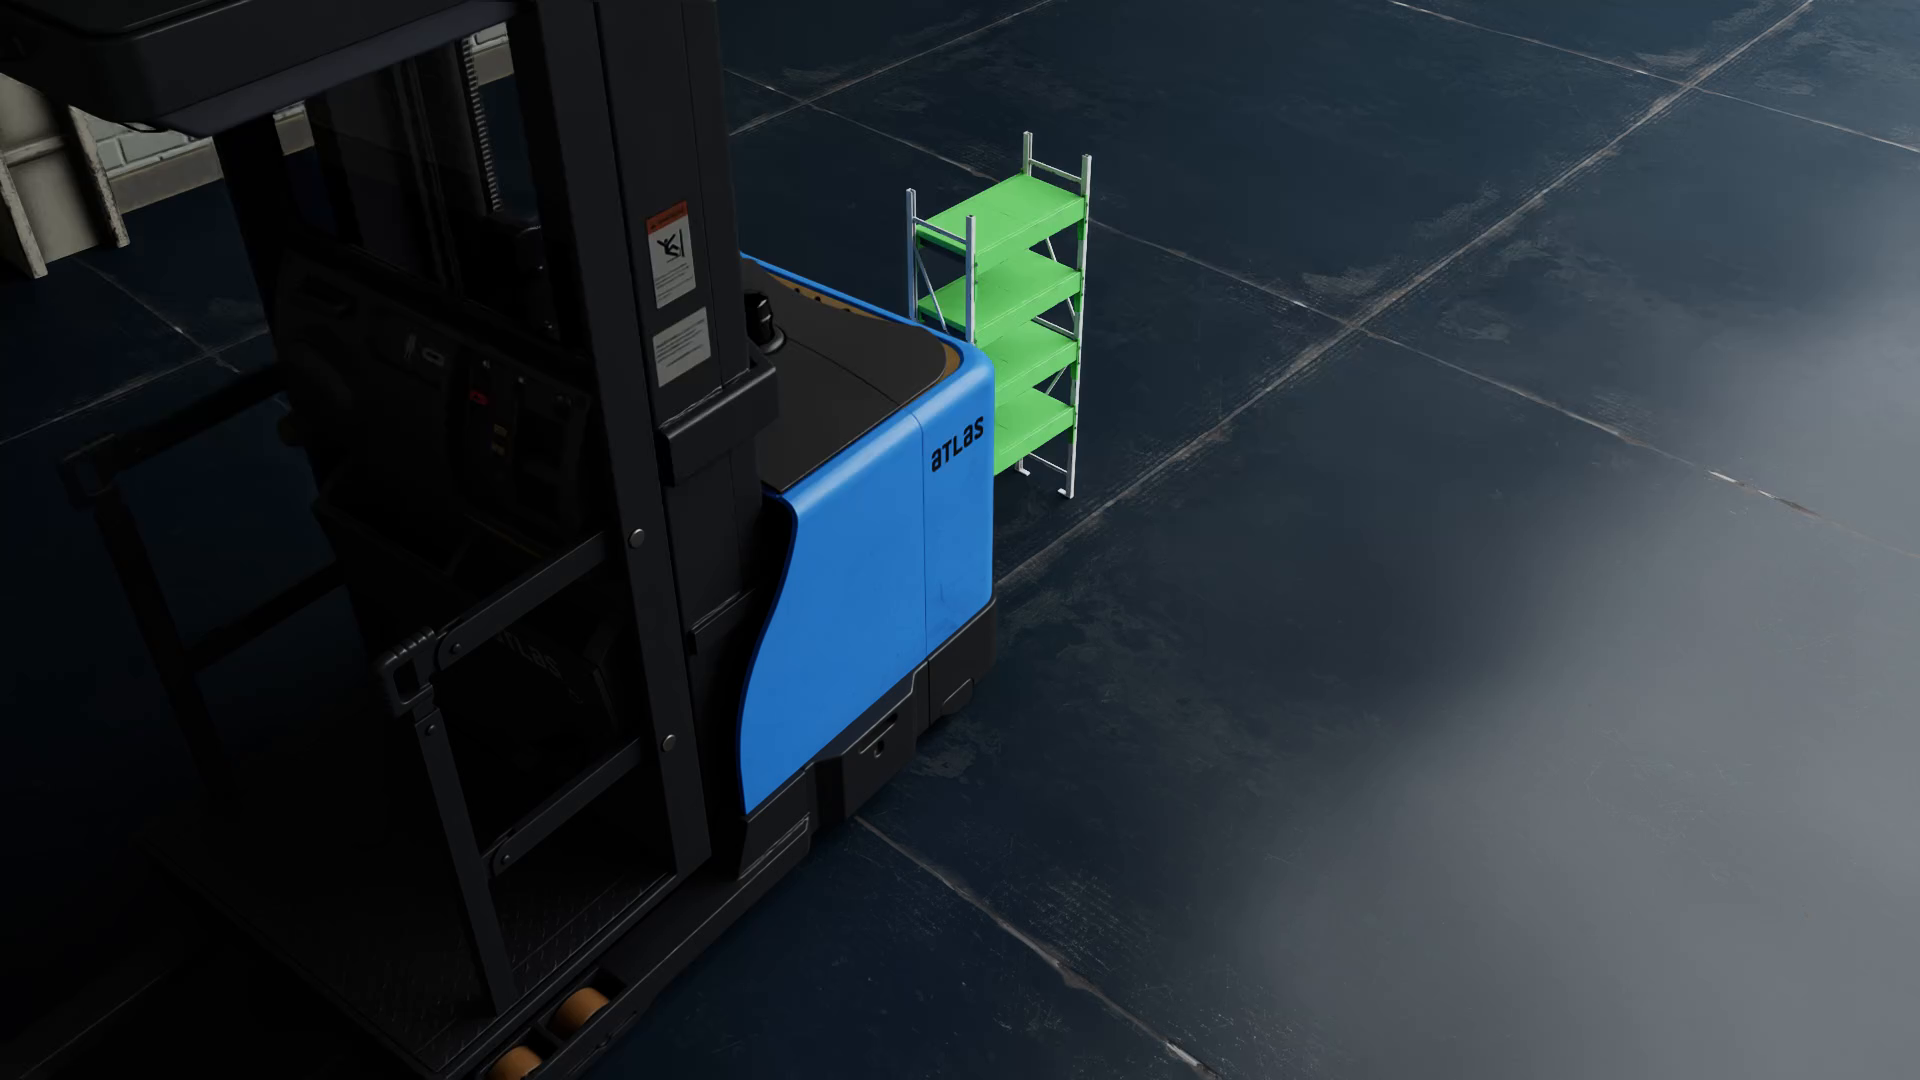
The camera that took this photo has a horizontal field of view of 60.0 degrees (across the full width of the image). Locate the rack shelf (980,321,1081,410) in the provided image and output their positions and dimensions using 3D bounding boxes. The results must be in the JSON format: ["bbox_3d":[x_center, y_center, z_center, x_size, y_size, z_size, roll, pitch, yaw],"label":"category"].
[{"bbox_3d":[0.112,-0.496,5.012,0.258,0.148,0.480,30,47,32],"label":"rack shelf"}]

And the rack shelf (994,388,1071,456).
[{"bbox_3d":[0.112,-0.350,5.128,0.221,0.021,0.457,30,47,32],"label":"rack shelf"}]

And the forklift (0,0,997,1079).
[{"bbox_3d":[-1.187,-0.219,3.171,1.130,2.935,3.031,25,45,28],"label":"forklift"}]

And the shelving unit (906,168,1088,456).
[{"bbox_3d":[0.108,-0.543,4.969,0.258,1.200,0.492,30,47,32],"label":"shelving unit"}]

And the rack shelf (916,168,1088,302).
[{"bbox_3d":[0.112,-0.871,4.713,0.258,0.148,0.480,30,47,32],"label":"rack shelf"}]

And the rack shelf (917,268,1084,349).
[{"bbox_3d":[0.112,-0.684,4.863,0.258,0.148,0.480,30,47,32],"label":"rack shelf"}]

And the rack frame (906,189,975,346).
[{"bbox_3d":[-0.053,-0.434,4.831,0.240,1.200,0.015,30,47,32],"label":"rack frame"}]
